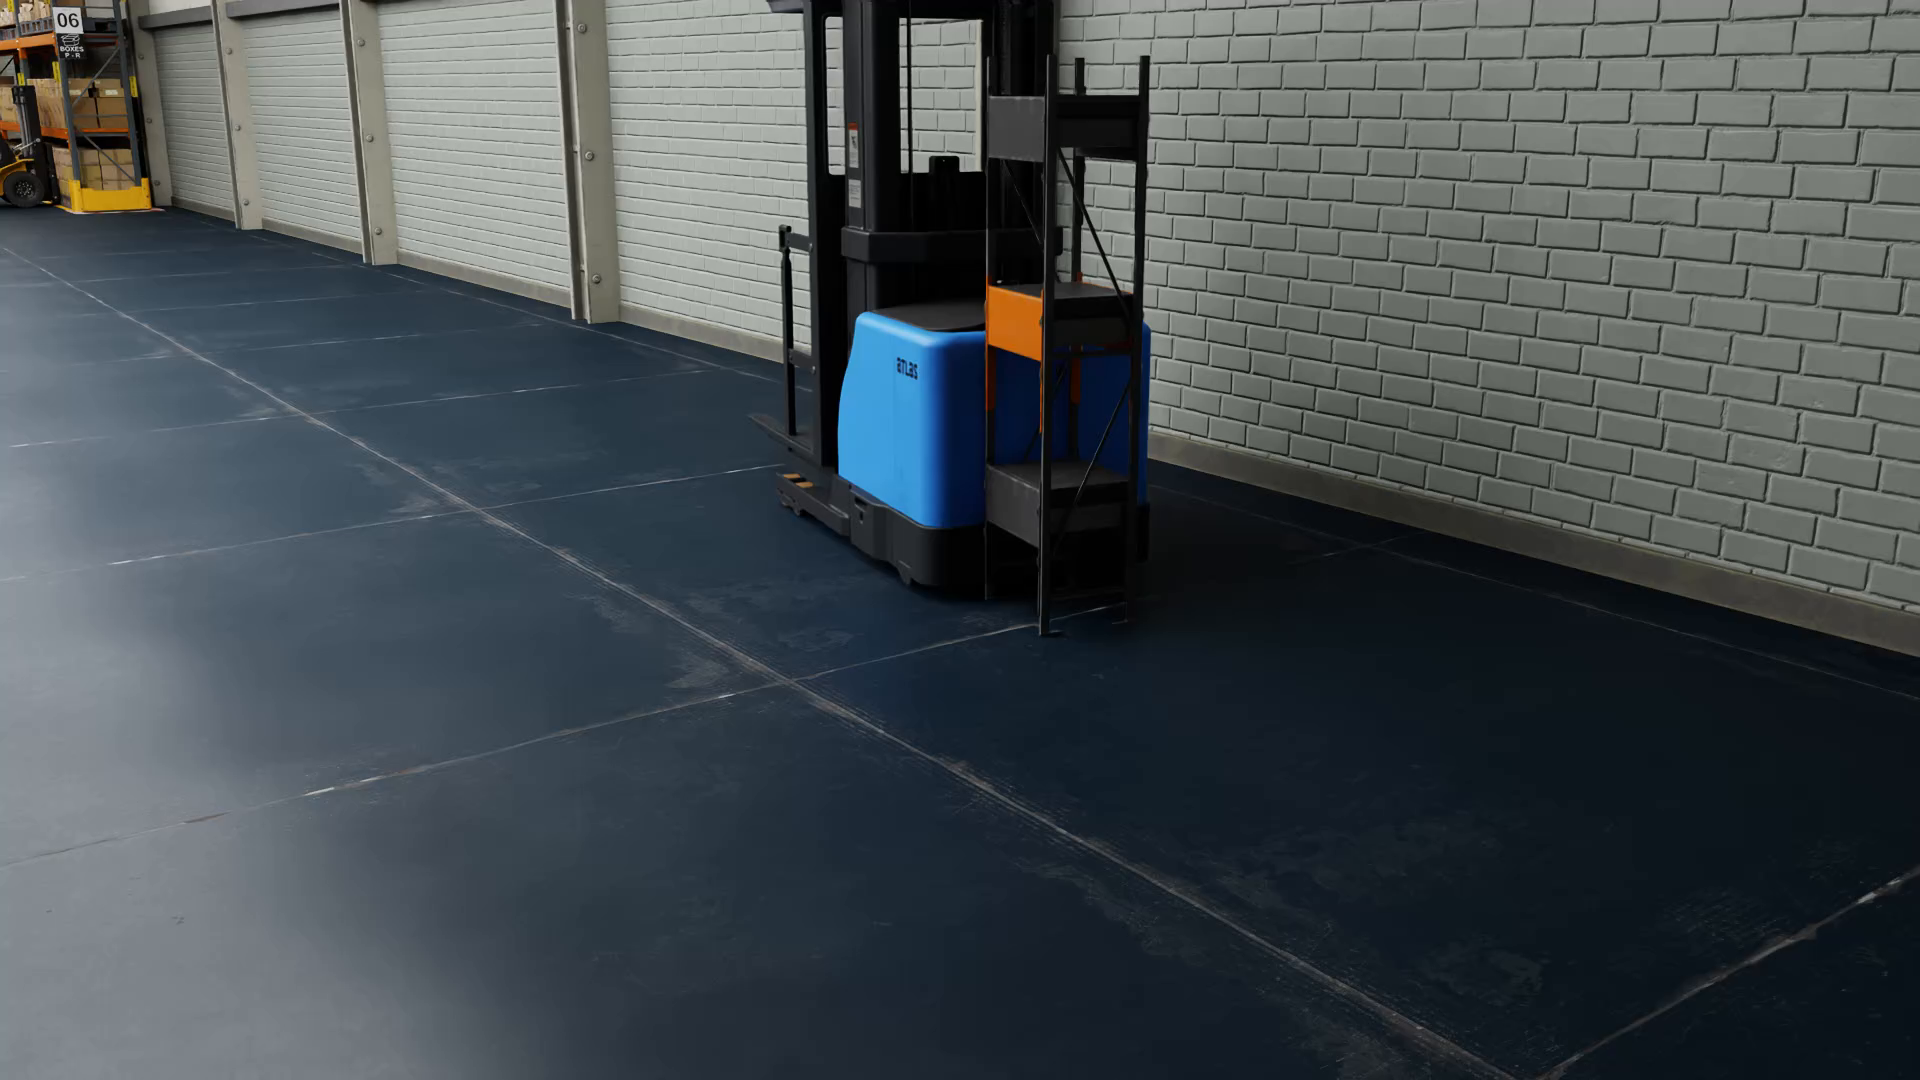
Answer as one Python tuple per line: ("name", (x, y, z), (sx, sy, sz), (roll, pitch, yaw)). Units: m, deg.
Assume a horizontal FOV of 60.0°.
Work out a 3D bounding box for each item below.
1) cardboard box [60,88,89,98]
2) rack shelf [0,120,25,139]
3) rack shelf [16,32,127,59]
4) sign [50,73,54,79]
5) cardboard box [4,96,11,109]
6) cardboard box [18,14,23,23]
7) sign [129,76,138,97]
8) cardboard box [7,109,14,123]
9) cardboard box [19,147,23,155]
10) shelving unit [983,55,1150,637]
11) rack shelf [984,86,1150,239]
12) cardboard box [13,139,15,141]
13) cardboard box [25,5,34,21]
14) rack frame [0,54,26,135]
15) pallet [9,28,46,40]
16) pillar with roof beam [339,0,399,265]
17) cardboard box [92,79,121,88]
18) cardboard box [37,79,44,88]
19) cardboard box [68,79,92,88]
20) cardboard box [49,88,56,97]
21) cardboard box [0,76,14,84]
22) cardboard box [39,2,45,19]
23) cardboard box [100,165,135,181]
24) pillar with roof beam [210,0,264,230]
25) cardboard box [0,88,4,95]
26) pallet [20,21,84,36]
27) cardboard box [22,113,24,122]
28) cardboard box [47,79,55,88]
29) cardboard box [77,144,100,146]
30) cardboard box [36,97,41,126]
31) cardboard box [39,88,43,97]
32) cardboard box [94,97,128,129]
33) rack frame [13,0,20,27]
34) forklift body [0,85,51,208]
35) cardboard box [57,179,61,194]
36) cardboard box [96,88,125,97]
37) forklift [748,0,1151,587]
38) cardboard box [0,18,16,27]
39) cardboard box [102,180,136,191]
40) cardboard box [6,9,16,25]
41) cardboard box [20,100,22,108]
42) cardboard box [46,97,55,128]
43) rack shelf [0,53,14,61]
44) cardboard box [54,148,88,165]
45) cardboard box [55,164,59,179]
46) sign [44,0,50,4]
("cardboard box", (-14.537, -7.339, 27.292), (0.380, 0.149, 0.250), (-11, 19, -34))
("rack shelf", (-17.635, -7.882, 32.055), (1.077, 0.370, 4.000), (-11, 19, -35))
("rack shelf", (-15.283, -8.475, 28.538), (1.077, 0.370, 4.000), (-11, 19, -35))
("sign", (-18.364, -9.301, 33.685), (0.100, 0.325, 0.005), (-11, 19, -35))
("cardboard box", (-18.161, -8.471, 32.180), (0.500, 0.250, 0.500), (-11, 19, -36))
("cardboard box", (-16.441, -9.235, 29.446), (0.380, 0.149, 0.250), (-10, 18, -33))
("sign", (-13.654, -7.488, 27.464), (0.100, 0.325, 0.005), (-11, 19, -35))
("cardboard box", (-18.147, -8.234, 32.262), (0.500, 0.250, 0.500), (-12, 19, -36))
("cardboard box", (-17.668, -7.296, 32.254), (0.875, 0.625, 0.625), (-12, 19, -37))
("shelving unit", (0.384, -0.731, 6.268), (0.431, 2.100, 0.503), (-7, 17, -23))
("rack shelf", (0.384, -1.393, 6.087), (0.431, 0.518, 0.480), (-7, 17, -23))
("cardboard box", (-20.554, -8.731, 36.504), (0.380, 0.149, 0.250), (-11, 19, -35))
("cardboard box", (-15.832, -9.071, 28.623), (0.396, 0.266, 0.258), (-11, 19, -36))
("rack frame", (-21.163, -9.510, 36.641), (1.000, 3.000, 0.127), (-11, 19, -35))
("pallet", (-16.988, -9.343, 30.710), (0.805, 0.209, 1.217), (-12, 19, -37))
("pillar with roof beam", (-10.214, -6.899, 15.738), (9.100, 9.000, 0.400), (-11, 19, -35))
("cardboard box", (-14.132, -7.557, 27.524), (0.380, 0.149, 0.250), (-11, 19, -36))
("cardboard box", (-15.885, -7.975, 29.052), (0.380, 0.149, 0.250), (-11, 19, -35))
("cardboard box", (-14.488, -7.496, 27.301), (0.380, 0.149, 0.250), (-11, 19, -34))
("cardboard box", (-15.146, -7.559, 28.093), (0.380, 0.149, 0.250), (-12, 19, -36))
("cardboard box", (-21.823, -10.302, 37.836), (0.500, 0.500, 0.500), (-11, 19, -36))
("cardboard box", (-14.989, -8.765, 27.504), (0.396, 0.266, 0.258), (-11, 19, -34))
("cardboard box", (-14.215, -6.198, 28.005), (0.500, 0.250, 0.500), (-10, 18, -34))
("pillar with roof beam", (-13.742, -8.181, 20.419), (9.100, 9.000, 0.400), (-11, 19, -35))
("cardboard box", (-18.704, -8.847, 32.798), (0.380, 0.149, 0.250), (-10, 18, -33))
("pallet", (-15.936, -9.028, 29.365), (1.003, 0.211, 1.213), (-11, 19, -35))
("cardboard box", (-17.267, -7.903, 31.053), (0.500, 0.250, 0.500), (-11, 19, -35))
("cardboard box", (-15.163, -7.699, 28.041), (0.380, 0.149, 0.250), (-10, 18, -33))
("cardboard box", (-15.703, -6.980, 29.914), (0.500, 0.250, 0.500), (-11, 19, -35))
("cardboard box", (-16.089, -7.606, 29.495), (0.500, 0.500, 0.500), (-10, 18, -34))
("cardboard box", (-15.755, -7.776, 28.888), (0.380, 0.149, 0.250), (-12, 19, -36))
("cardboard box", (-14.174, -7.145, 27.810), (0.500, 0.500, 0.500), (-10, 18, -33))
("rack frame", (-16.459, -10.696, 29.608), (1.000, 3.000, 0.127), (-11, 19, -35))
("forklift body", (-16.698, -6.660, 27.836), (2.313, 2.155, 1.214), (-11, 19, -35))
("cardboard box", (-15.210, -6.091, 28.563), (0.500, 0.250, 0.500), (-11, 19, -34))
("cardboard box", (-14.097, -7.422, 27.592), (0.380, 0.149, 0.250), (-11, 19, -36))
("forklift", (-0.263, -1.570, 7.760), (1.130, 2.935, 3.031), (-7, 17, -23))
("cardboard box", (-17.804, -9.731, 31.256), (0.380, 0.149, 0.250), (-11, 19, -35))
("cardboard box", (-14.238, -5.959, 28.081), (0.500, 0.250, 0.500), (-11, 19, -34))
("cardboard box", (-17.081, -9.573, 30.373), (0.500, 0.311, 0.500), (-12, 19, -36))
("cardboard box", (-17.263, -8.145, 30.989), (0.500, 0.250, 0.500), (-11, 19, -36))
("cardboard box", (-15.208, -7.282, 28.310), (0.500, 0.500, 0.500), (-11, 19, -36))
("rack shelf", (-22.339, -11.037, 37.901), (1.077, 0.370, 4.000), (-11, 19, -35))
("cardboard box", (-14.935, -6.464, 28.032), (0.500, 0.250, 0.500), (-10, 18, -34))
("cardboard box", (-15.253, -6.336, 28.511), (0.500, 0.250, 0.500), (-11, 19, -36))
("sign", (-14.554, -8.702, 26.480), (0.100, 0.325, 0.005), (-11, 19, -35))
